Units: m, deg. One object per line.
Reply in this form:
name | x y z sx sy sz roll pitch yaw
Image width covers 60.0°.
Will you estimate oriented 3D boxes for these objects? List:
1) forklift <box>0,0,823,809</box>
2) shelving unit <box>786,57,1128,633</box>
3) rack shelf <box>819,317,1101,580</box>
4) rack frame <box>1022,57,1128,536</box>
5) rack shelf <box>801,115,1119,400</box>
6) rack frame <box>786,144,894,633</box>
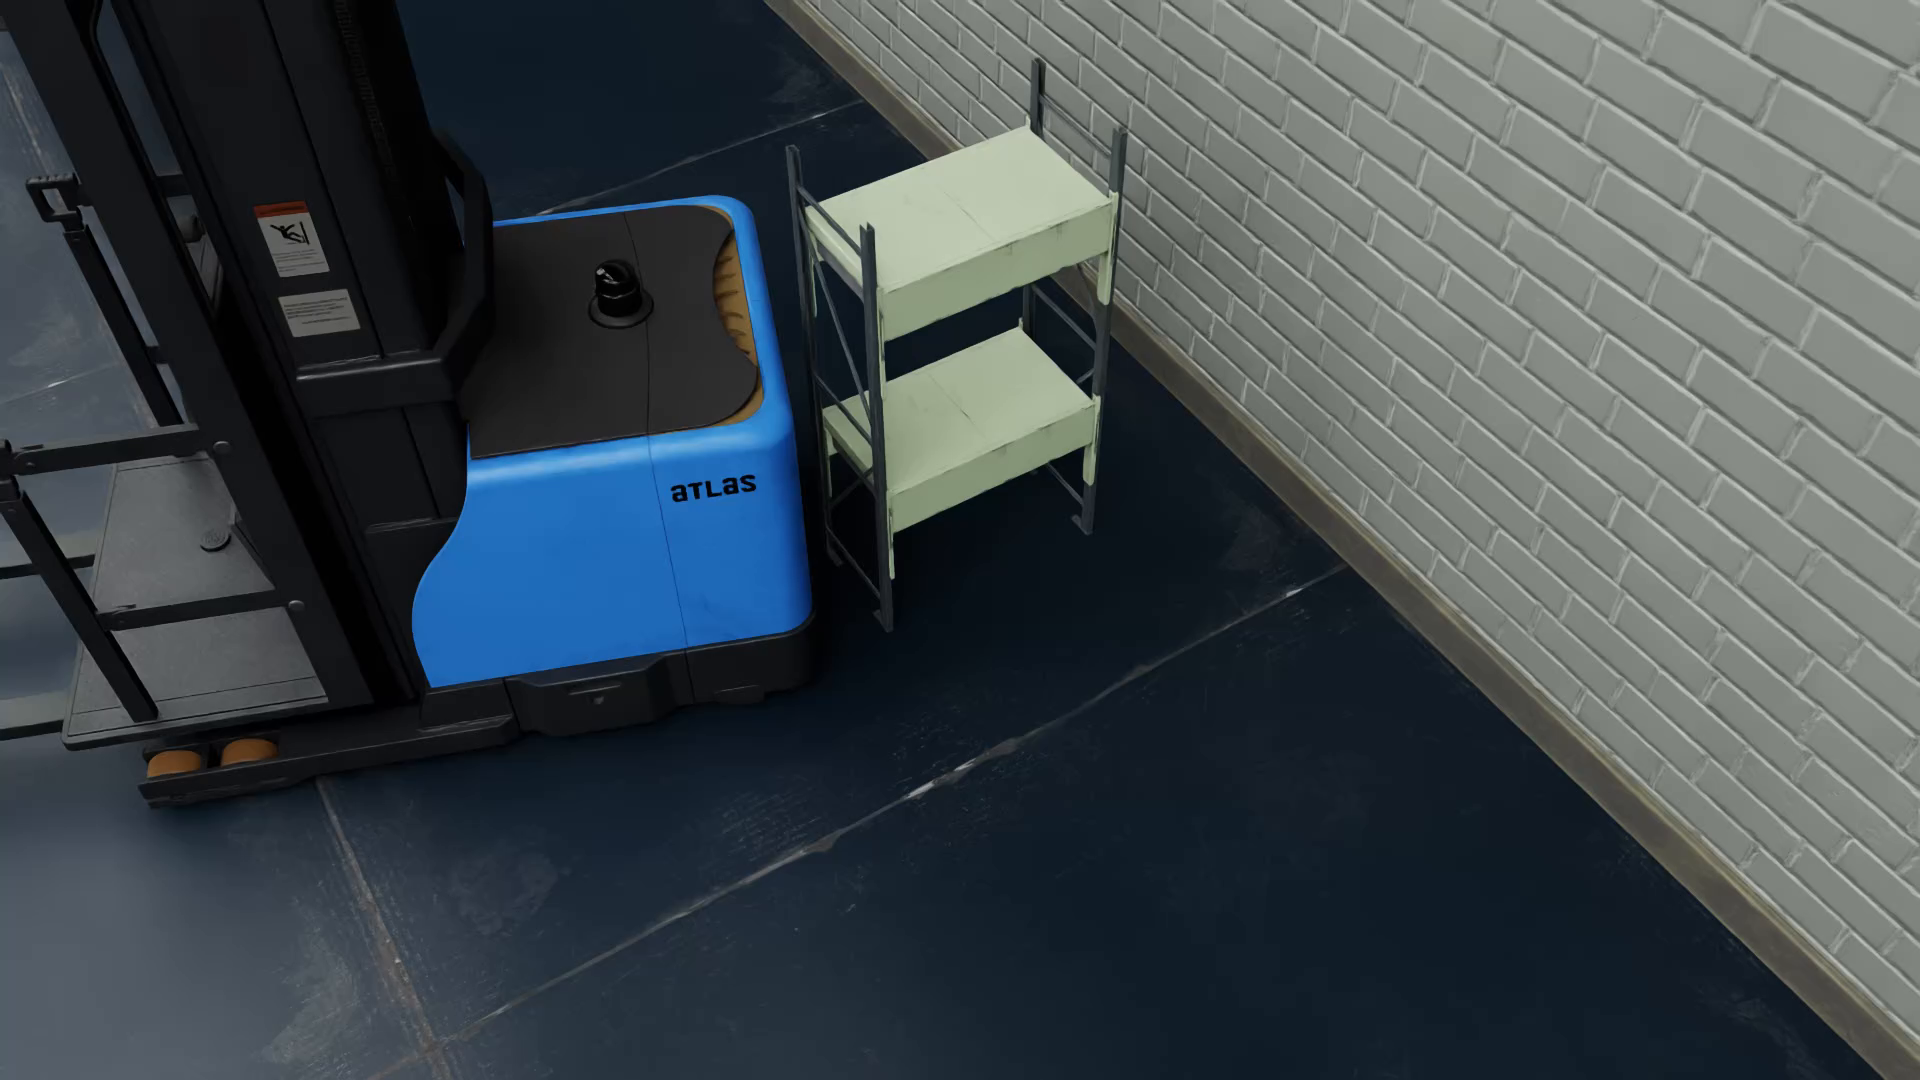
forklift | -1.971 -0.675 3.889 3.031 2.935 1.130 -9 49 -8
shelving unit | -0.006 -0.496 4.688 0.755 1.500 0.431 -25 53 -21
rack shelf | -0.006 -0.279 4.931 0.720 0.370 0.431 -25 53 -21
rack frame | 0.304 -0.642 4.817 0.023 1.500 0.400 -25 53 -21
rack shelf | -0.006 -0.756 4.396 0.720 0.370 0.431 -25 53 -21
rack frame | -0.315 -0.350 4.558 0.023 1.500 0.400 -25 53 -21
